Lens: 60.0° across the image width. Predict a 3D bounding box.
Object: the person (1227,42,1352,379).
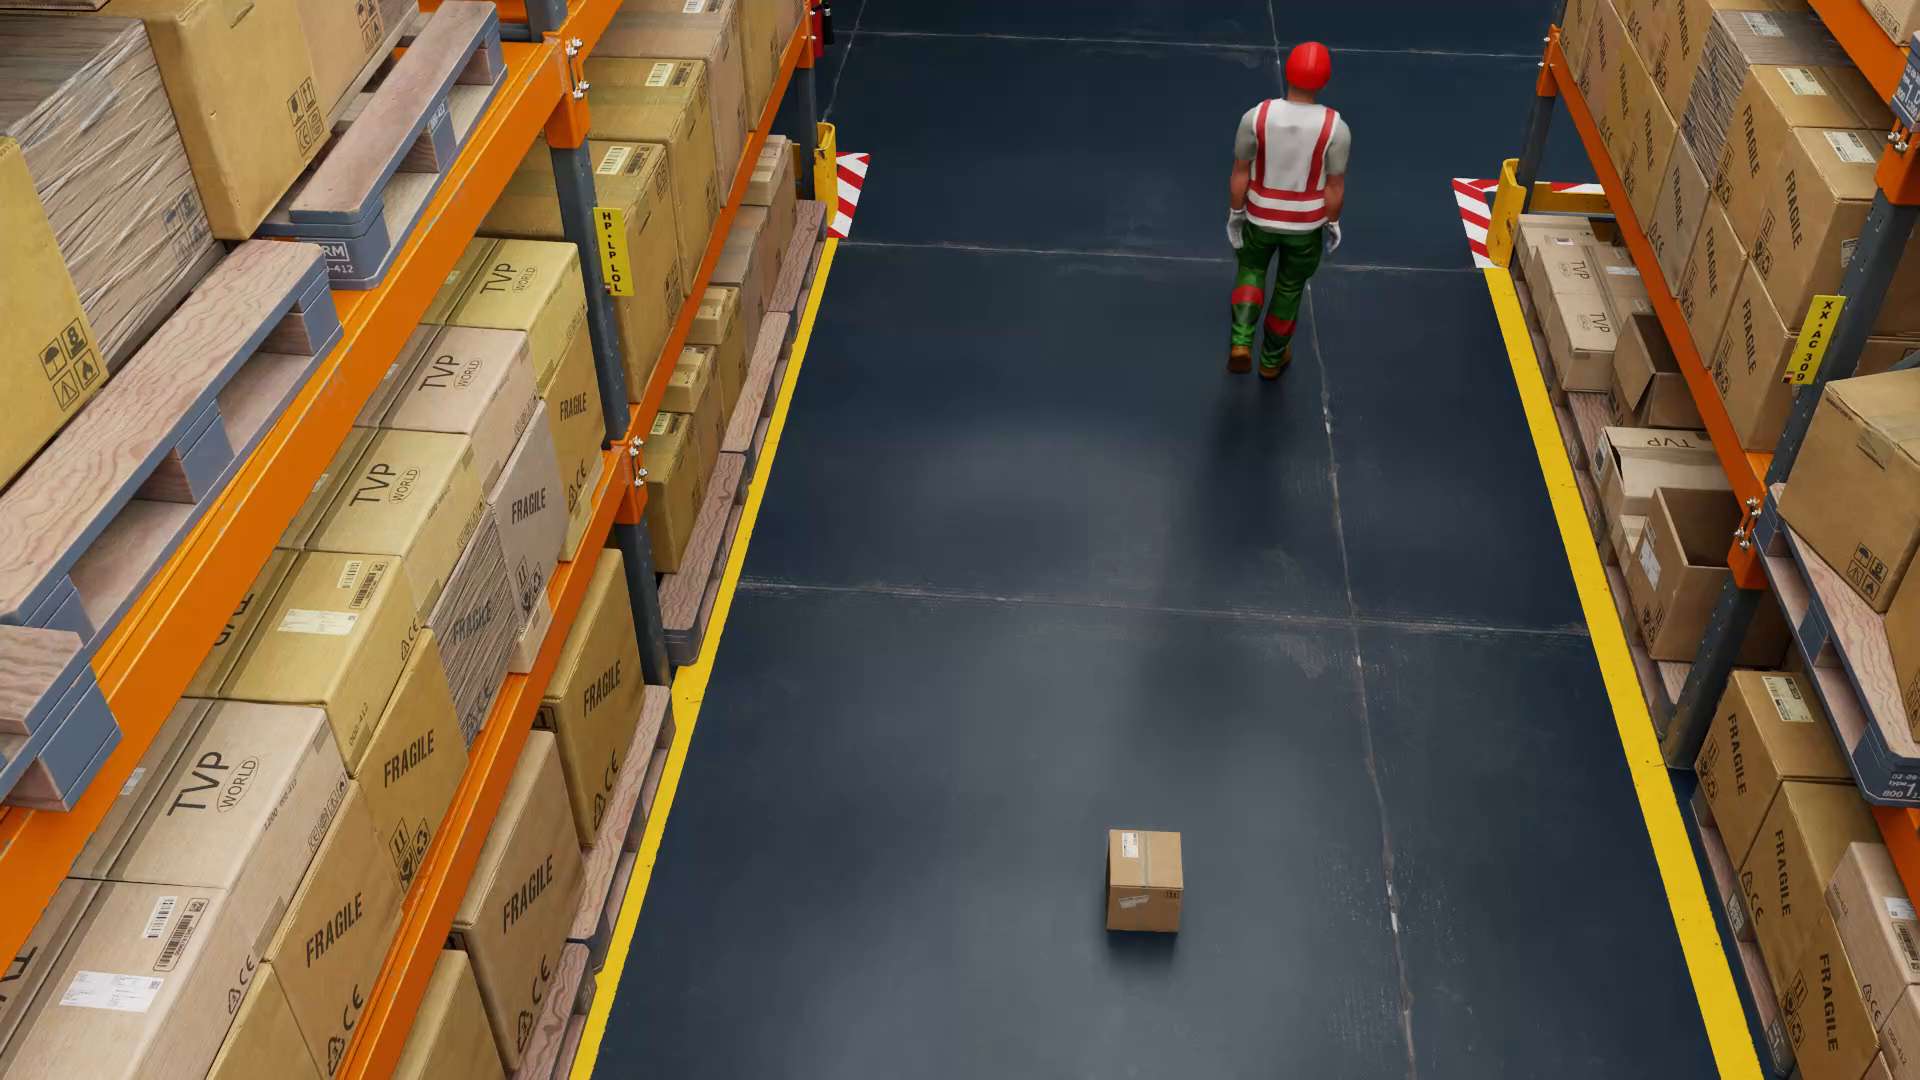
[{"bbox_3d":[1.549,-1.530,7.943,0.545,1.781,0.545,13,41,15],"label":"person"}]
